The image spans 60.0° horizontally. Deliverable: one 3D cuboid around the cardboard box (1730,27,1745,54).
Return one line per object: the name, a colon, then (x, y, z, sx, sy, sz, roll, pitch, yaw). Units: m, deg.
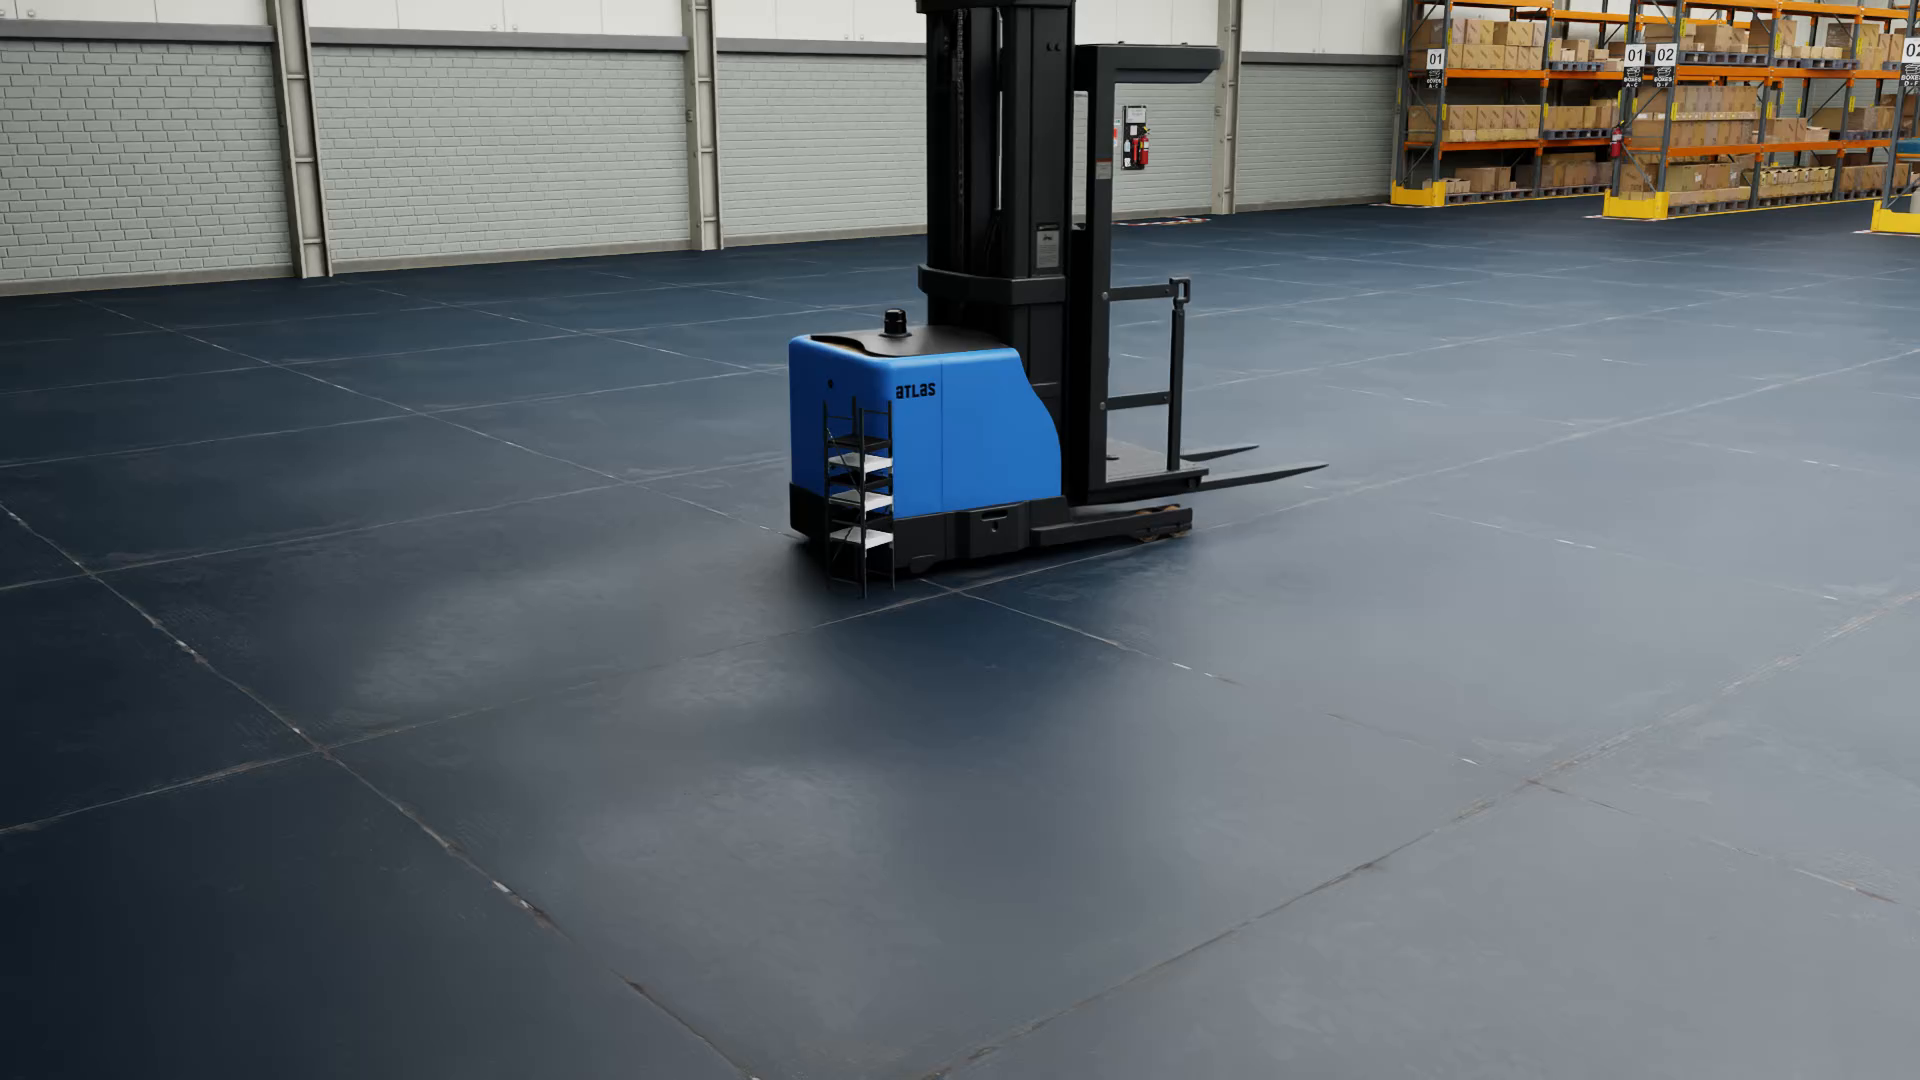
cardboard box: (15.488, -10.093, 33.632, 0.500, 0.500, 0.500, -11, 18, -35)

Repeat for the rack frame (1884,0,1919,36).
rack frame: (22.076, -12.613, 38.531, 0.127, 3.000, 1.000, -13, 19, -39)

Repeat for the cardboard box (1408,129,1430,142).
cardboard box: (9.994, -8.699, 35.758, 0.500, 0.250, 0.500, -12, 19, -39)

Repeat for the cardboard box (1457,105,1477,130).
cardboard box: (10.706, -9.049, 35.613, 0.500, 0.500, 0.500, -13, 19, -39)

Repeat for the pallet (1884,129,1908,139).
pallet: (21.402, -9.508, 38.903, 1.213, 0.211, 1.003, -13, 19, -39)

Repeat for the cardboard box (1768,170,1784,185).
cardboard box: (16.898, -7.610, 34.854, 0.500, 0.311, 0.500, -13, 20, -40)

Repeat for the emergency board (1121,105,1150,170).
emergency board: (3.314, -7.505, 31.033, 0.643, 1.169, 0.194, -13, 19, -39)

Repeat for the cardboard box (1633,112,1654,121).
cardboard box: (13.187, -8.145, 31.980, 0.250, 0.149, 0.380, -13, 20, -40)

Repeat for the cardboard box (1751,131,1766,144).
cardboard box: (16.384, -8.379, 34.595, 0.500, 0.250, 0.500, -11, 19, -36)

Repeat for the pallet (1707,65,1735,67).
pallet: (19.446, -12.221, 43.049, 1.213, 0.211, 1.003, -13, 19, -39)

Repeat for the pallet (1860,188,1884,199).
pallet: (20.567, -8.014, 38.344, 1.213, 0.211, 1.003, -13, 19, -39)

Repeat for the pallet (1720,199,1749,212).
pallet: (15.414, -6.885, 34.118, 1.213, 0.211, 1.003, -13, 19, -39)

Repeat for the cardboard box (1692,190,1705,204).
cardboard box: (14.327, -6.774, 32.810, 0.500, 0.250, 0.500, -13, 19, -39)

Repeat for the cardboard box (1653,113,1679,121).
cardboard box: (13.461, -8.068, 31.690, 0.250, 0.149, 0.380, -13, 20, -40)

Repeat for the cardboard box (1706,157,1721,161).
cardboard box: (19.453, -9.780, 43.582, 0.500, 0.500, 0.700, -12, 19, -39)

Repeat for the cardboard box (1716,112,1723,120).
cardboard box: (14.819, -8.373, 32.832, 0.250, 0.149, 0.380, -12, 19, -38)

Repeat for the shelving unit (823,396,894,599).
shelving unit: (-0.472, -0.202, 7.764, 0.258, 0.900, 0.210, 11, 19, 36)

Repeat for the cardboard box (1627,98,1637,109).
cardboard box: (16.338, -10.596, 40.344, 0.500, 0.250, 0.500, -12, 19, -38)

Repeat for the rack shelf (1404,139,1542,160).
rack shelf: (11.278, -8.637, 36.664, 4.000, 0.370, 1.077, -13, 19, -39)

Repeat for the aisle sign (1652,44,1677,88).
aisle sign: (13.175, -8.867, 31.095, 0.004, 0.787, 0.394, -13, 19, -39)

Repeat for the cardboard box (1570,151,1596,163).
cardboard box: (14.824, -9.151, 39.735, 0.500, 0.250, 0.500, -12, 19, -38)

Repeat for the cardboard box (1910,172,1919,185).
cardboard box: (22.535, -8.657, 39.704, 0.500, 0.311, 0.500, -13, 19, -39)

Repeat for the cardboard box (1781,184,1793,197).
cardboard box: (17.284, -7.428, 35.262, 0.500, 0.250, 0.500, -13, 20, -41)

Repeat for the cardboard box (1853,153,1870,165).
cardboard box: (20.797, -8.878, 38.711, 0.500, 0.250, 0.500, -13, 19, -39)

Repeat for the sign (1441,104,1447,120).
sign: (10.125, -8.958, 34.796, 0.005, 0.325, 0.100, -13, 19, -39)

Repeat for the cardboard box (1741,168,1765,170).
cardboard box: (16.925, -7.802, 35.575, 0.500, 0.311, 0.500, -13, 20, -40)

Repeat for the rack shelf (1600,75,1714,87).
rack shelf: (17.313, -11.441, 41.351, 4.000, 0.370, 1.077, -13, 19, -39)

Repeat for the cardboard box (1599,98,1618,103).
cardboard box: (15.976, -10.692, 40.703, 0.500, 0.250, 0.500, -12, 19, -38)

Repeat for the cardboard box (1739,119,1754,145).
cardboard box: (15.711, -8.331, 33.933, 0.500, 0.500, 0.700, -13, 20, -41)

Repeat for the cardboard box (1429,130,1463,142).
cardboard box: (10.346, -8.603, 35.398, 0.500, 0.250, 0.500, -13, 20, -41)

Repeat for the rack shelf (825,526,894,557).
rack shelf: (-0.472, 0.004, 7.819, 0.258, 0.077, 0.200, 11, 19, 36)

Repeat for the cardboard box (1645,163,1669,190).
cardboard box: (13.978, -7.239, 33.101, 0.500, 0.500, 0.500, -13, 19, -39)

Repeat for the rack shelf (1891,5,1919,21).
rack shelf: (23.585, -12.602, 39.893, 4.000, 0.370, 1.077, -13, 19, -39)

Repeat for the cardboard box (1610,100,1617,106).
cardboard box: (15.564, -10.510, 39.983, 0.380, 0.149, 0.250, 13, 20, 40)

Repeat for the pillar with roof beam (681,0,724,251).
pillar with roof beam: (-1.024, -7.943, 21.050, 0.400, 9.000, 9.100, -13, 19, -39)

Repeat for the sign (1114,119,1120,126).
sign: (2.838, -7.703, 30.681, 0.331, 0.109, 0.001, -13, 19, -39)

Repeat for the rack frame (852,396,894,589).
rack frame: (-0.410, -0.223, 7.842, 0.240, 0.900, 0.006, 11, 19, 36)

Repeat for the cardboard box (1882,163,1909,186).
cardboard box: (21.892, -8.580, 39.050, 0.500, 0.500, 0.500, -13, 20, -40)

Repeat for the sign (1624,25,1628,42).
sign: (12.678, -9.628, 31.608, 0.005, 0.325, 0.100, -13, 19, -39)

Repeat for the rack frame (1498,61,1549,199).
rack frame: (12.787, -9.323, 37.840, 0.127, 3.000, 1.000, -13, 19, -39)

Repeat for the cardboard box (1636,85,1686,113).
cardboard box: (13.424, -8.442, 31.835, 0.500, 0.500, 0.700, -13, 19, -39)

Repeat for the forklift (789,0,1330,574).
forklift: (0.642, -1.511, 8.729, 3.031, 2.935, 1.130, -9, 17, -29)

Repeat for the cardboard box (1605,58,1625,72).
cardboard box: (15.438, -11.242, 39.345, 0.500, 0.311, 0.500, -13, 19, -39)

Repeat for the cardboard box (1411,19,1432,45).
cardboard box: (9.923, -10.759, 35.236, 0.500, 0.500, 0.500, -12, 19, -37)

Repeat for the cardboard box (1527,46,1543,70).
cardboard box: (12.566, -10.696, 36.935, 0.500, 0.500, 0.500, -12, 19, -38)

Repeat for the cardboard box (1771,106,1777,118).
cardboard box: (21.461, -11.412, 45.081, 0.700, 0.700, 0.980, -12, 19, -37)

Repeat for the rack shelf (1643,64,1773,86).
rack shelf: (14.532, -9.122, 32.669, 4.000, 0.370, 1.077, -13, 19, -39)

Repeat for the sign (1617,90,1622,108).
sign: (12.678, -8.463, 31.919, 0.005, 0.325, 0.100, -13, 19, -39)

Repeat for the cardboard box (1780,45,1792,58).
cardboard box: (16.925, -10.135, 34.544, 0.500, 0.250, 0.500, 14, 20, 42)

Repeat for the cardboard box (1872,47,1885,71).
cardboard box: (20.143, -10.789, 37.323, 0.500, 0.500, 0.910, -13, 19, -39)

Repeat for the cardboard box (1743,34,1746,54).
cardboard box: (19.927, -12.823, 42.960, 0.500, 0.500, 0.500, -13, 20, -40)

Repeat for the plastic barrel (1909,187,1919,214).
plastic barrel: (16.719, -5.844, 28.823, 0.421, 0.512, 0.421, 0, 15, 0)

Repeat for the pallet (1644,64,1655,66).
pallet: (16.255, -11.478, 40.461, 1.003, 0.211, 1.213, -12, 19, -37)

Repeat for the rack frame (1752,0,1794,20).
rack frame: (21.839, -14.254, 44.676, 0.127, 3.000, 1.000, -13, 19, -39)
